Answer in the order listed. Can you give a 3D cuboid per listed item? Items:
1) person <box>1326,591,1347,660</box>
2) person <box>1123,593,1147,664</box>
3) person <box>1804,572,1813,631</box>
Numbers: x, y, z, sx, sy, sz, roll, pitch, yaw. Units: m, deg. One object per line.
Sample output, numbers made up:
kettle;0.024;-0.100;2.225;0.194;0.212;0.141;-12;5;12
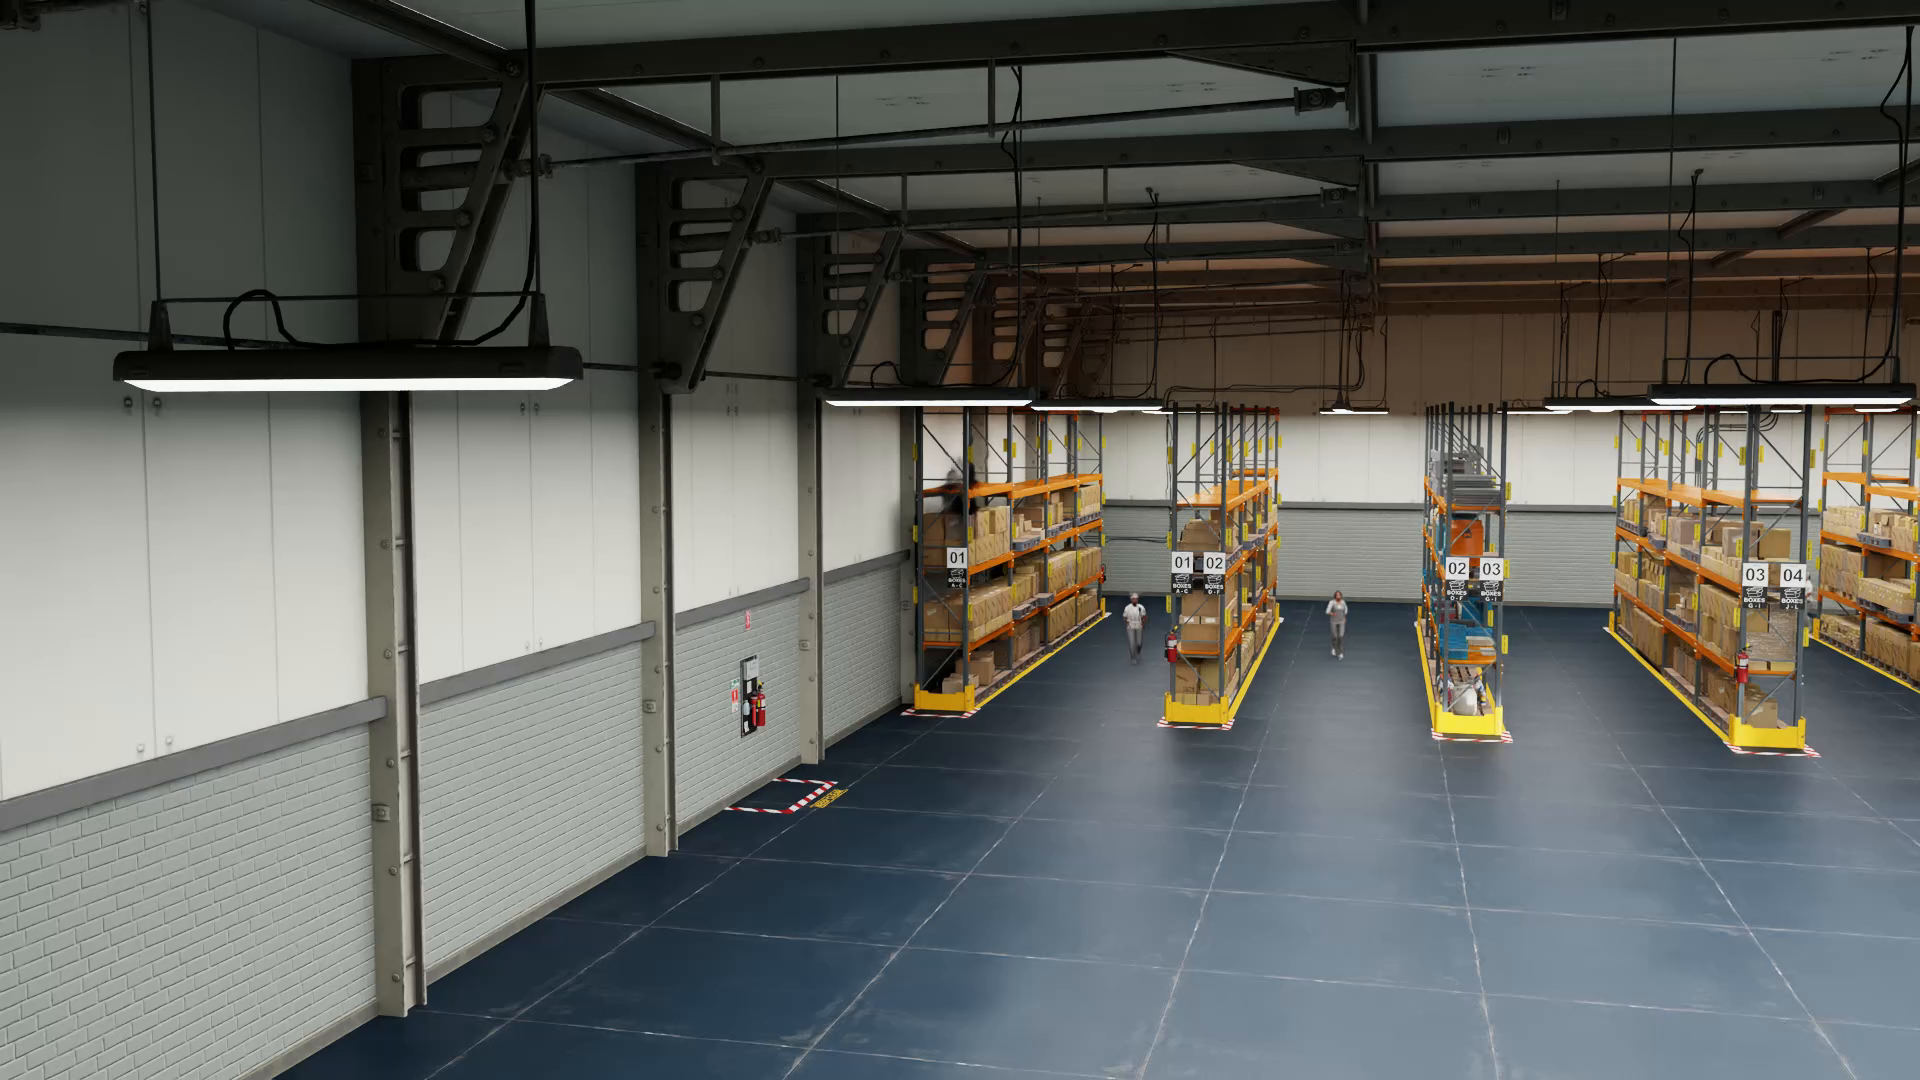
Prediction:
person;8.950;2.008;39.522;0.528;1.635;0.746;0;4;5
person;4.053;2.047;38.537;0.570;1.654;0.568;0;4;3
person;22.405;1.659;44.166;0.633;1.668;0.630;-1;4;-8
